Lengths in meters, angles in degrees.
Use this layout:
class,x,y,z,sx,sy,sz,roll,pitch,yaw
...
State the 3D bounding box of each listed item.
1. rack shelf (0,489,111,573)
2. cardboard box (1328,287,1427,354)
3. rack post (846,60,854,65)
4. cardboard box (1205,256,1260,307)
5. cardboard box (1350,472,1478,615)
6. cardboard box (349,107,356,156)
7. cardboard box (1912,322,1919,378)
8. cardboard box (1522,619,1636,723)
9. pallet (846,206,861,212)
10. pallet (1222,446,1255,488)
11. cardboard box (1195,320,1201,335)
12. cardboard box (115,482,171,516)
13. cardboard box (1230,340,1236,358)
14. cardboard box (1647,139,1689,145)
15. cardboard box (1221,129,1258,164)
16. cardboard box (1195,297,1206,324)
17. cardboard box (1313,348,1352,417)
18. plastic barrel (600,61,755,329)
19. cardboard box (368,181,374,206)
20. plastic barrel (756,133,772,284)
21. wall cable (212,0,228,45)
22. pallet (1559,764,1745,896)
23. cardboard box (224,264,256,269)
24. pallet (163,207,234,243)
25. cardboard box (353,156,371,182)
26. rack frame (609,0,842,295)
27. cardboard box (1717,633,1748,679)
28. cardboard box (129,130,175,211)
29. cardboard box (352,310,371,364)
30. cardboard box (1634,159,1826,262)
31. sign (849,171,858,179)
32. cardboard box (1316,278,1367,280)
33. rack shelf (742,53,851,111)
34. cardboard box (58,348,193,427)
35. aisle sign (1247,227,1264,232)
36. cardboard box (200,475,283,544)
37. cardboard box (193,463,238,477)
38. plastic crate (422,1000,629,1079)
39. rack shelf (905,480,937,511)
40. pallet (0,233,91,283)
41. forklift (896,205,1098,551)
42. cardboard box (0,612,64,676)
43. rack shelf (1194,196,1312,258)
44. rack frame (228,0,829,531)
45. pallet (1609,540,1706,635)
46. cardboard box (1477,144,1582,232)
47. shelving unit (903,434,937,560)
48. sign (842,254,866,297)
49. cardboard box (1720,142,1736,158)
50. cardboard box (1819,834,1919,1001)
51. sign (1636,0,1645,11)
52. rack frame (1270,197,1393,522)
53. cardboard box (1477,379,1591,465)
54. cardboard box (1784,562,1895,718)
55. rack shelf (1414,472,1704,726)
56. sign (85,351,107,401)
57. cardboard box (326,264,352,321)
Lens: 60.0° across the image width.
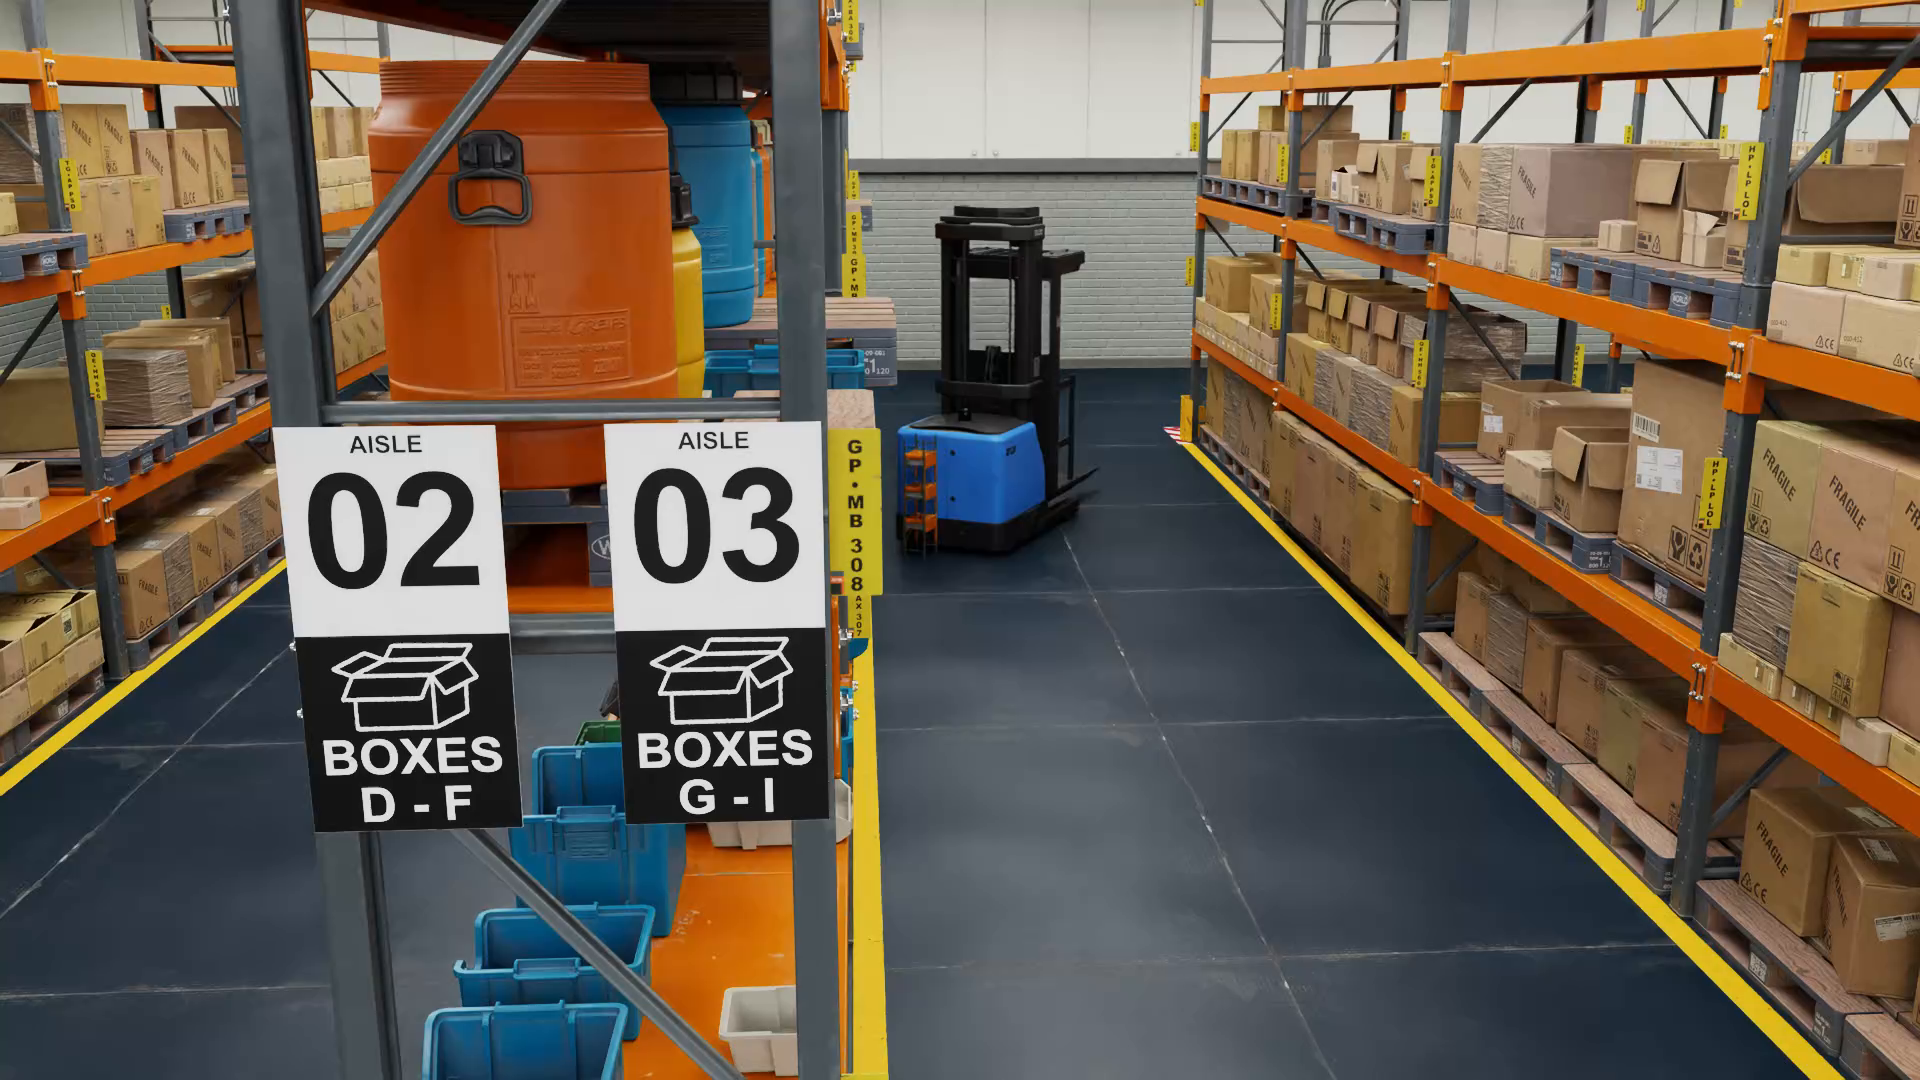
class,x,y,z,sx,sy,sz,roll,pitch,yaw
rack shelf,-6.064,0.345,9.111,1.077,0.370,4.000,-1,14,-3
cardboard box,3.530,-1.853,13.993,0.797,0.503,0.637,-1,14,-3
rack post,-1.240,-3.733,12.480,0.937,0.300,0.954,1,14,3
cardboard box,2.995,-2.829,18.203,0.500,0.500,0.500,-1,14,-5
cardboard box,3.677,0.001,12.426,1.225,0.875,0.875,-2,15,-6
cardboard box,-6.689,-4.223,17.192,0.700,0.500,0.500,-1,14,-3
cardboard box,3.777,-0.667,5.881,0.500,0.250,0.500,-1,15,-6
cardboard box,3.850,0.789,10.072,0.700,0.500,0.500,0,14,1
pallet,-1.273,-2.457,12.916,1.003,0.211,1.213,-1,14,-3
pallet,3.404,-0.792,17.681,1.003,0.211,1.213,-1,14,-3
cardboard box,2.896,-2.428,18.946,0.380,0.149,0.250,-1,14,-3
cardboard box,-6.556,-0.364,13.050,0.500,0.250,0.500,-1,14,-4
cardboard box,3.011,-1.980,17.206,0.380,0.149,0.250,-1,14,-3
cardboard box,7.953,-4.425,18.684,0.380,0.149,0.250,-1,14,-4
cardboard box,3.289,-4.267,18.327,0.700,0.500,0.500,-2,15,-7
cardboard box,2.964,-2.591,18.779,0.500,0.250,0.500,-1,14,-5
cardboard box,3.293,-1.329,13.970,0.500,0.500,0.500,-1,14,-5
plastic barrel,-1.042,-1.232,5.925,0.600,0.901,0.708,-1,14,-3
cardboard box,-6.369,-3.623,17.367,0.500,0.250,0.500,-1,14,-3
plastic barrel,-1.370,-1.867,9.382,0.600,0.830,0.708,-1,14,-3
wall cable,-8.922,-7.715,23.047,3.097,2.526,0.112,-1,14,-3
pallet,3.897,1.499,8.779,1.003,0.211,1.213,-1,14,-3
cardboard box,-6.791,-2.403,16.139,0.500,0.500,0.500,-1,14,-3
pallet,-6.399,-2.436,12.834,1.213,0.211,1.003,-1,14,-3
cardboard box,-6.366,-3.865,17.305,0.500,0.250,0.500,-1,14,-3
rack frame,-0.997,-2.487,6.634,1.000,3.000,0.127,-1,14,-3
cardboard box,3.660,0.521,7.484,0.380,0.149,0.250,-1,14,-3
cardboard box,-6.393,-2.791,12.589,0.600,0.600,0.600,-1,15,-6
cardboard box,-6.292,-2.054,16.787,0.500,0.500,0.500,-1,14,-4
cardboard box,3.957,-1.717,8.611,0.797,0.503,0.637,0,14,-1
sign,-1.192,-3.981,18.669,0.100,0.325,0.005,-1,14,-3
cardboard box,3.677,-2.206,15.778,0.500,0.500,0.500,-1,14,-3
rack shelf,-1.368,-3.437,12.573,1.077,0.370,4.000,-1,14,-3
cardboard box,-6.206,-1.138,12.387,0.700,0.500,0.500,2,15,7
aisle sign,3.498,-3.924,19.042,0.394,0.787,0.004,-1,14,-3
cardboard box,-6.097,-0.257,14.139,0.500,0.500,0.500,-1,14,-3
cardboard box,-6.649,-0.374,14.595,0.500,0.500,0.500,-2,15,-6
plastic crate,-1.078,1.365,4.000,0.499,0.251,0.616,-1,14,-3
rack shelf,-0.344,-0.364,14.377,0.215,0.259,0.240,6,16,23
pallet,-6.057,-1.695,9.954,1.213,0.211,1.003,0,14,-1
forklift,0.493,-1.642,15.526,1.130,2.935,3.031,6,16,23
cardboard box,-5.871,0.611,10.181,0.500,0.311,0.500,-1,14,-4
rack shelf,3.327,-3.250,17.061,1.077,0.370,4.000,-1,14,-3
rack frame,-0.749,-1.492,2.768,1.000,3.000,0.127,-1,14,-3
pallet,4.045,0.242,8.450,1.003,0.211,1.213,-1,14,-3
cardboard box,3.499,-2.149,10.136,0.500,0.500,0.500,-1,14,-3
shelving unit,-0.344,-0.374,14.375,0.215,1.050,0.252,6,16,23
sign,-0.447,-1.045,7.029,0.100,0.325,0.005,-1,14,-3
cardboard box,7.974,-3.972,16.923,0.380,0.149,0.250,-1,14,-4
cardboard box,3.975,1.591,6.996,0.500,0.500,0.500,4,15,14
sign,7.619,-6.082,18.572,0.100,0.325,0.005,-1,14,-3
rack frame,3.451,-1.648,15.412,1.000,3.000,0.127,-1,14,-3
cardboard box,3.772,-0.771,10.961,0.500,0.500,0.500,-3,15,-10
cardboard box,3.909,0.387,6.705,0.875,0.500,0.500,-1,14,-3
rack shelf,3.823,0.193,9.702,1.077,0.370,4.000,-1,14,-3
sign,-5.635,-1.071,10.847,0.100,0.325,0.005,-1,14,-3
cardboard box,-6.248,-2.406,16.152,0.500,0.500,0.500,-1,14,-5
